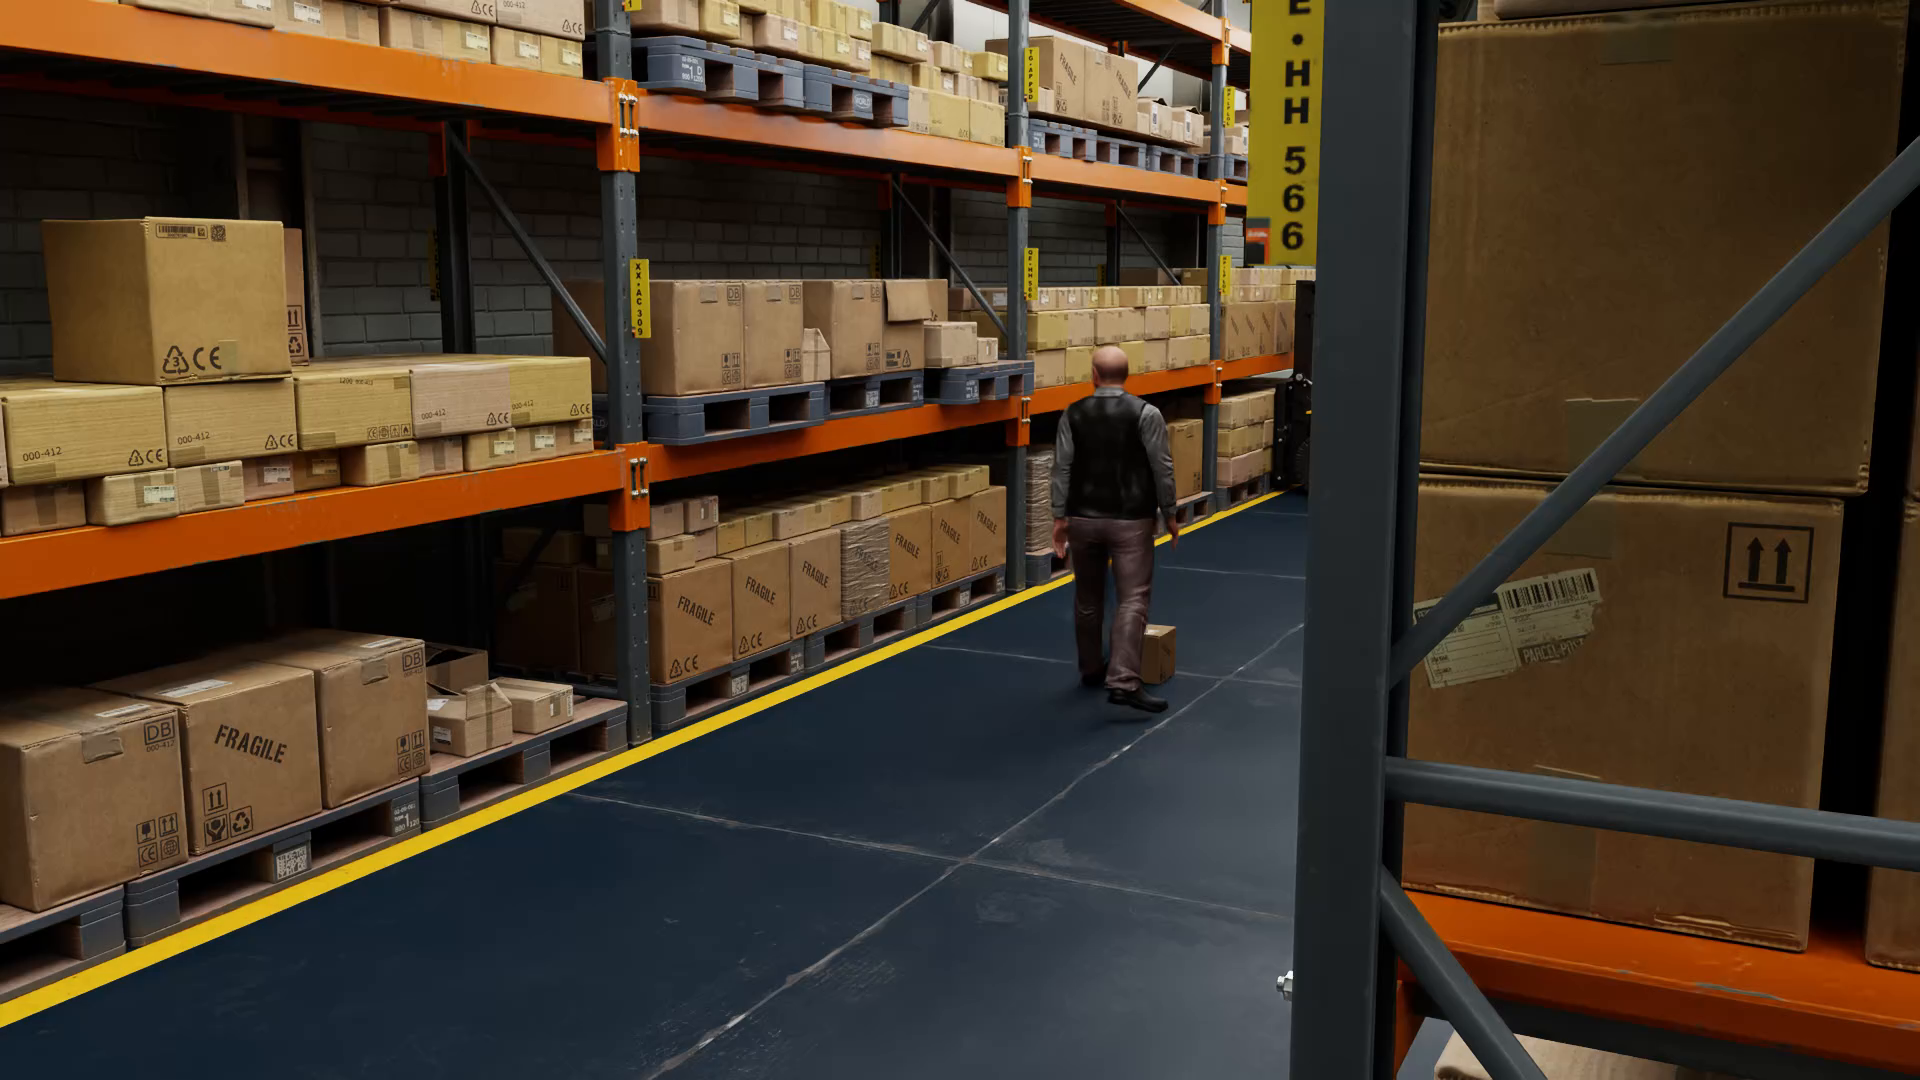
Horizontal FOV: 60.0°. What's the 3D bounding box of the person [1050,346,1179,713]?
[{"bbox_3d":[0.767,-0.072,7.945,0.665,1.697,0.909,4,10,24],"label":"person"}]
